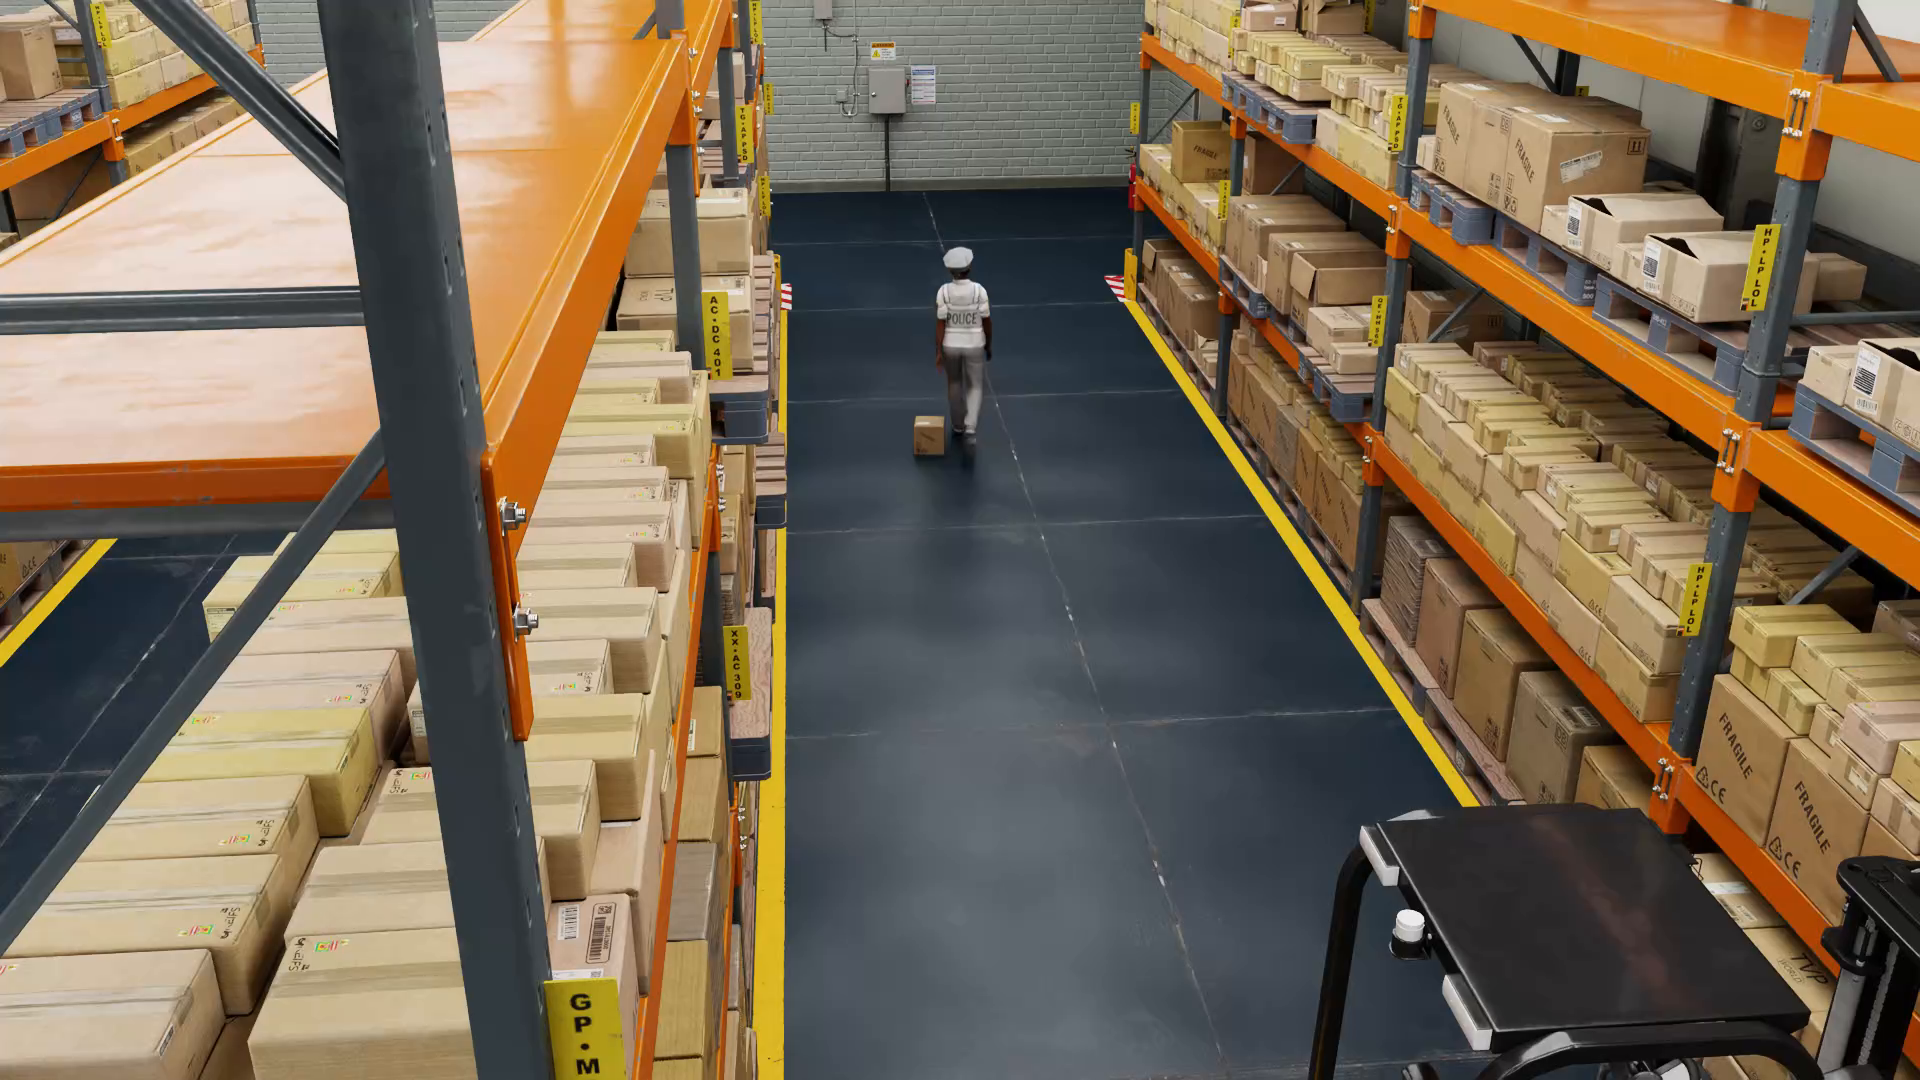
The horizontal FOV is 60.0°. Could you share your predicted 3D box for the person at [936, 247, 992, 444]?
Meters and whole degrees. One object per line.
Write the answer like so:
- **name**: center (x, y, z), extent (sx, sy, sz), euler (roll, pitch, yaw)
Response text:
- **person**: center (0.024, -1.607, 13.895), extent (0.450, 1.637, 0.899), euler (1, 24, 3)
